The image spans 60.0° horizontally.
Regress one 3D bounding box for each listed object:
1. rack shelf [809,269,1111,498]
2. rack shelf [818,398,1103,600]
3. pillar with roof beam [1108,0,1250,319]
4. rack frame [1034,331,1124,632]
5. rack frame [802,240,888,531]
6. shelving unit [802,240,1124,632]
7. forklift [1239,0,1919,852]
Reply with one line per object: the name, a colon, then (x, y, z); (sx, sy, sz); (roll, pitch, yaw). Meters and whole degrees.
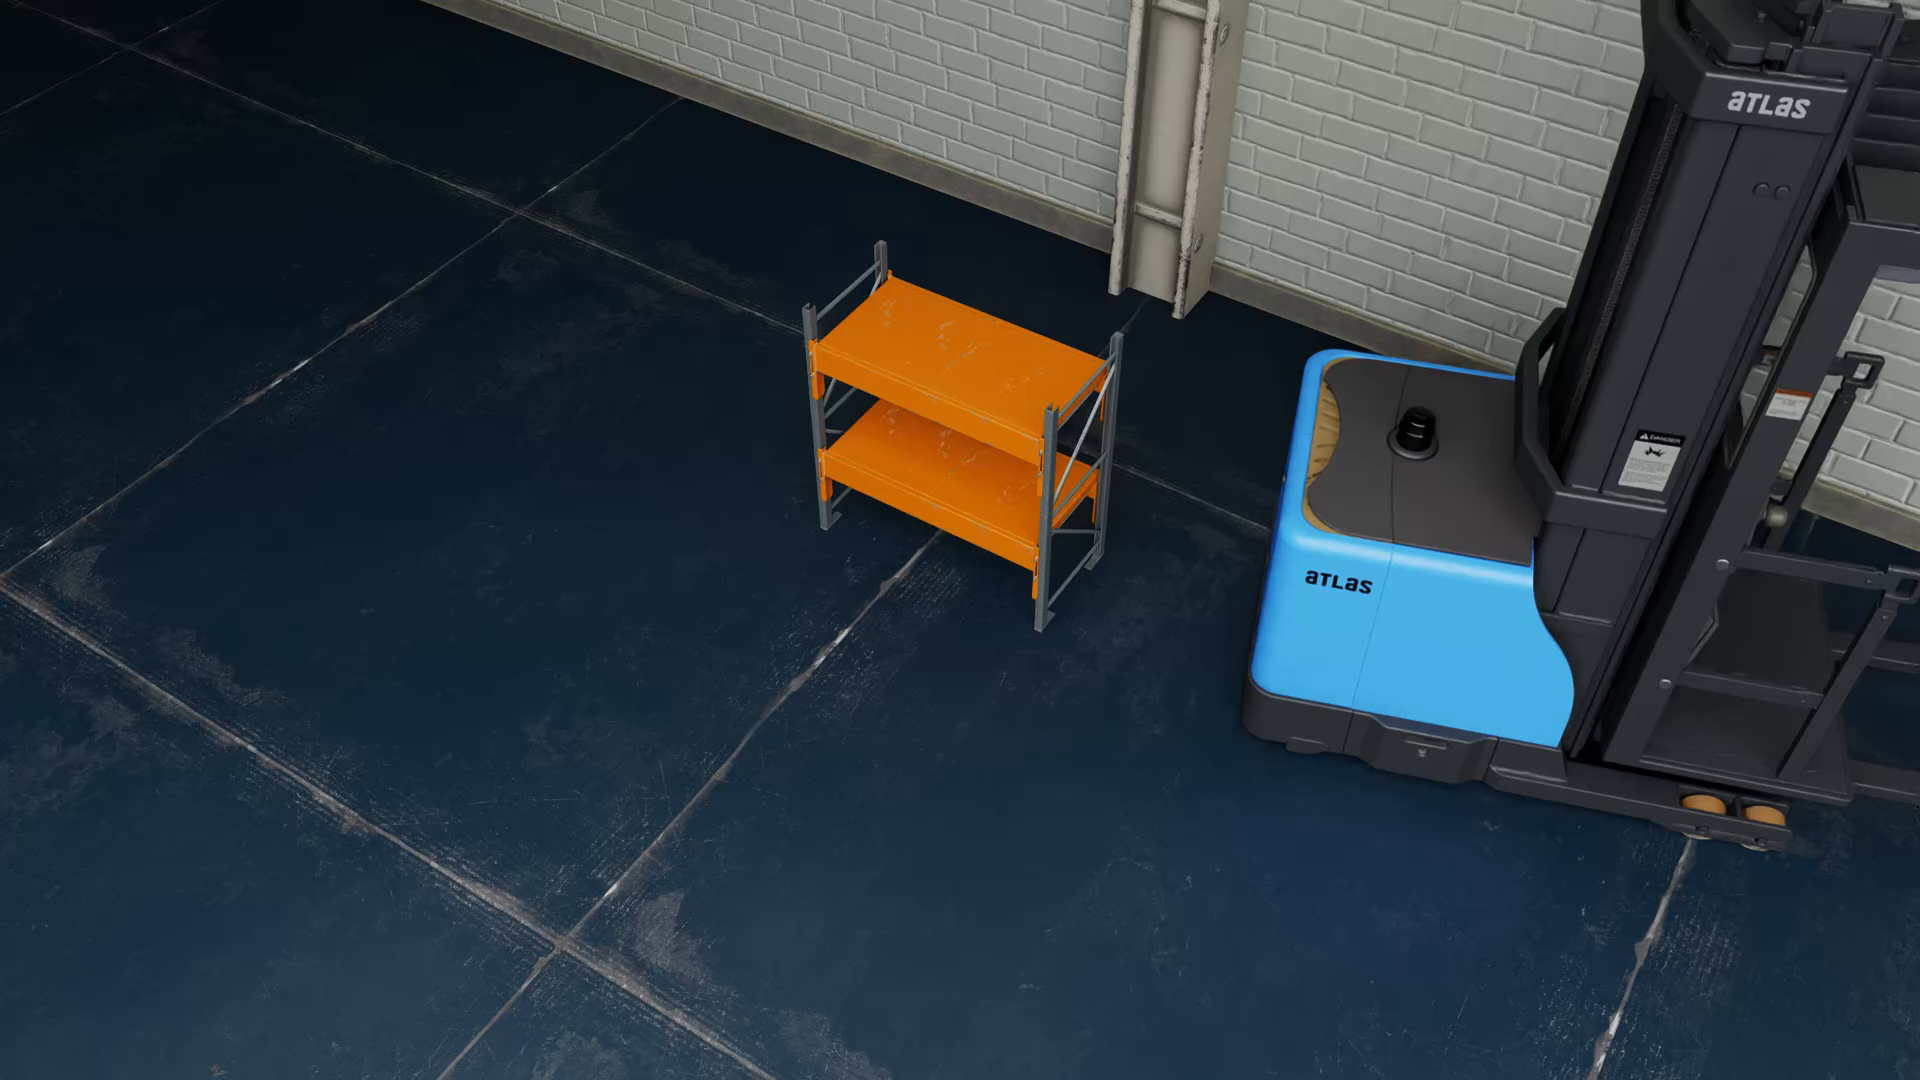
rack shelf: (0.006, -0.593, 6.134); (1.000, 0.278, 0.538); (25, 51, 22)
rack shelf: (0.006, -0.219, 6.519); (1.000, 0.278, 0.538); (25, 51, 22)
pillar with roof beam: (-1.375, -1.732, 2.158); (0.400, 9.000, 9.100); (25, 51, 22)
rack frame: (0.434, -0.193, 6.153); (0.032, 1.125, 0.500); (25, 51, 22)
rack frame: (-0.422, -0.586, 6.535); (0.032, 1.125, 0.500); (25, 51, 22)
shelving unit: (0.006, -0.389, 6.344); (1.048, 1.125, 0.538); (25, 51, 22)
forklift: (2.586, -0.378, 5.074); (3.031, 2.935, 1.130); (10, 47, 10)
